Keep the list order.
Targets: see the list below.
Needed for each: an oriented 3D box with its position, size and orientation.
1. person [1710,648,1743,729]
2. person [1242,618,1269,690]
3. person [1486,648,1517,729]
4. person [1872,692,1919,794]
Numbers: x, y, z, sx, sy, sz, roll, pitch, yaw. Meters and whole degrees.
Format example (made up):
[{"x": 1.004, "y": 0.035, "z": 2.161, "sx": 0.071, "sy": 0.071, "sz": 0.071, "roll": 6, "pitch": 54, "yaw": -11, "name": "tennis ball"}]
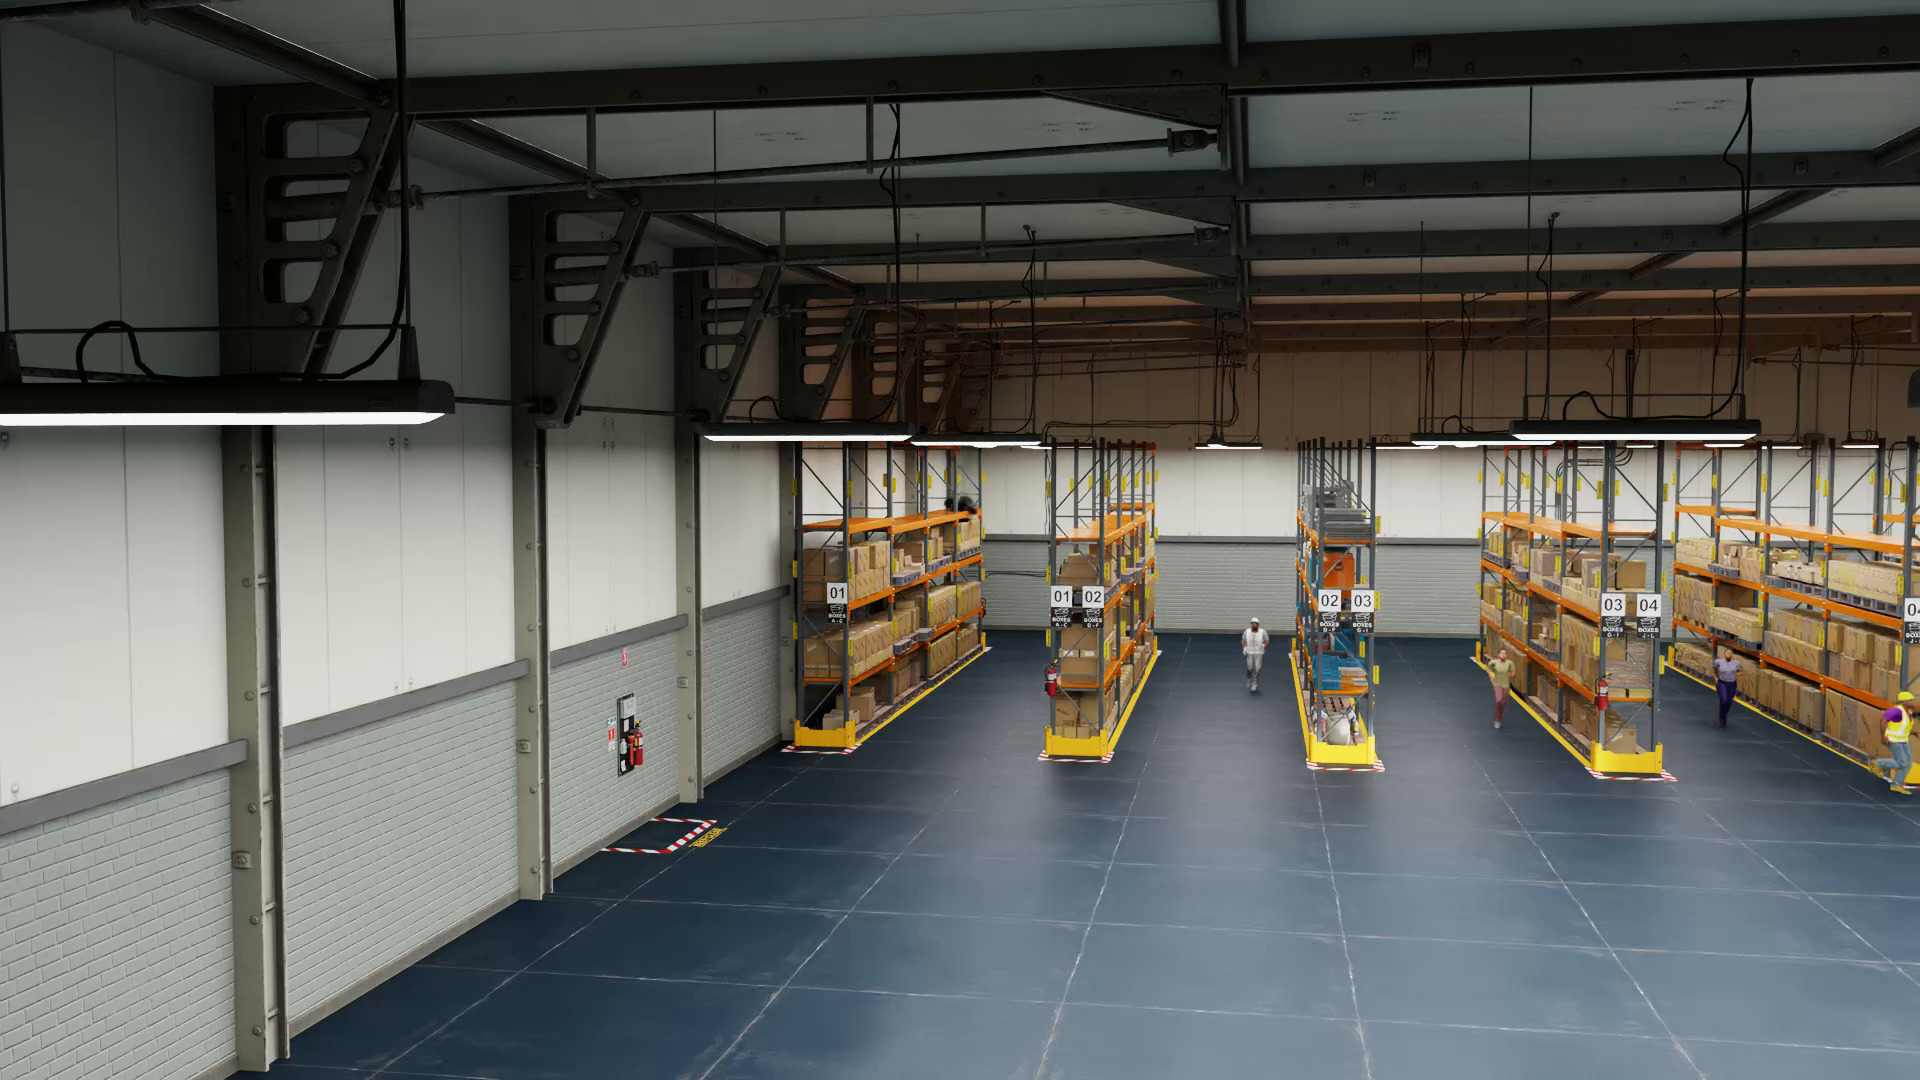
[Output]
[{"x": 15.979, "y": 3.078, "z": 34.669, "sx": 0.580, "sy": 1.676, "sz": 0.800, "roll": 0, "pitch": 3, "yaw": 5, "name": "person"}, {"x": 7.070, "y": 2.737, "z": 39.836, "sx": 0.662, "sy": 1.745, "sz": 0.594, "roll": 1, "pitch": 3, "yaw": 13, "name": "person"}, {"x": 11.253, "y": 3.069, "z": 34.546, "sx": 0.561, "sy": 1.687, "sz": 0.753, "roll": 0, "pitch": 3, "yaw": 5, "name": "person"}, {"x": 15.786, "y": 3.399, "z": 28.043, "sx": 0.740, "sy": 1.717, "sz": 0.699, "roll": -2, "pitch": 4, "yaw": -33, "name": "person"}]
